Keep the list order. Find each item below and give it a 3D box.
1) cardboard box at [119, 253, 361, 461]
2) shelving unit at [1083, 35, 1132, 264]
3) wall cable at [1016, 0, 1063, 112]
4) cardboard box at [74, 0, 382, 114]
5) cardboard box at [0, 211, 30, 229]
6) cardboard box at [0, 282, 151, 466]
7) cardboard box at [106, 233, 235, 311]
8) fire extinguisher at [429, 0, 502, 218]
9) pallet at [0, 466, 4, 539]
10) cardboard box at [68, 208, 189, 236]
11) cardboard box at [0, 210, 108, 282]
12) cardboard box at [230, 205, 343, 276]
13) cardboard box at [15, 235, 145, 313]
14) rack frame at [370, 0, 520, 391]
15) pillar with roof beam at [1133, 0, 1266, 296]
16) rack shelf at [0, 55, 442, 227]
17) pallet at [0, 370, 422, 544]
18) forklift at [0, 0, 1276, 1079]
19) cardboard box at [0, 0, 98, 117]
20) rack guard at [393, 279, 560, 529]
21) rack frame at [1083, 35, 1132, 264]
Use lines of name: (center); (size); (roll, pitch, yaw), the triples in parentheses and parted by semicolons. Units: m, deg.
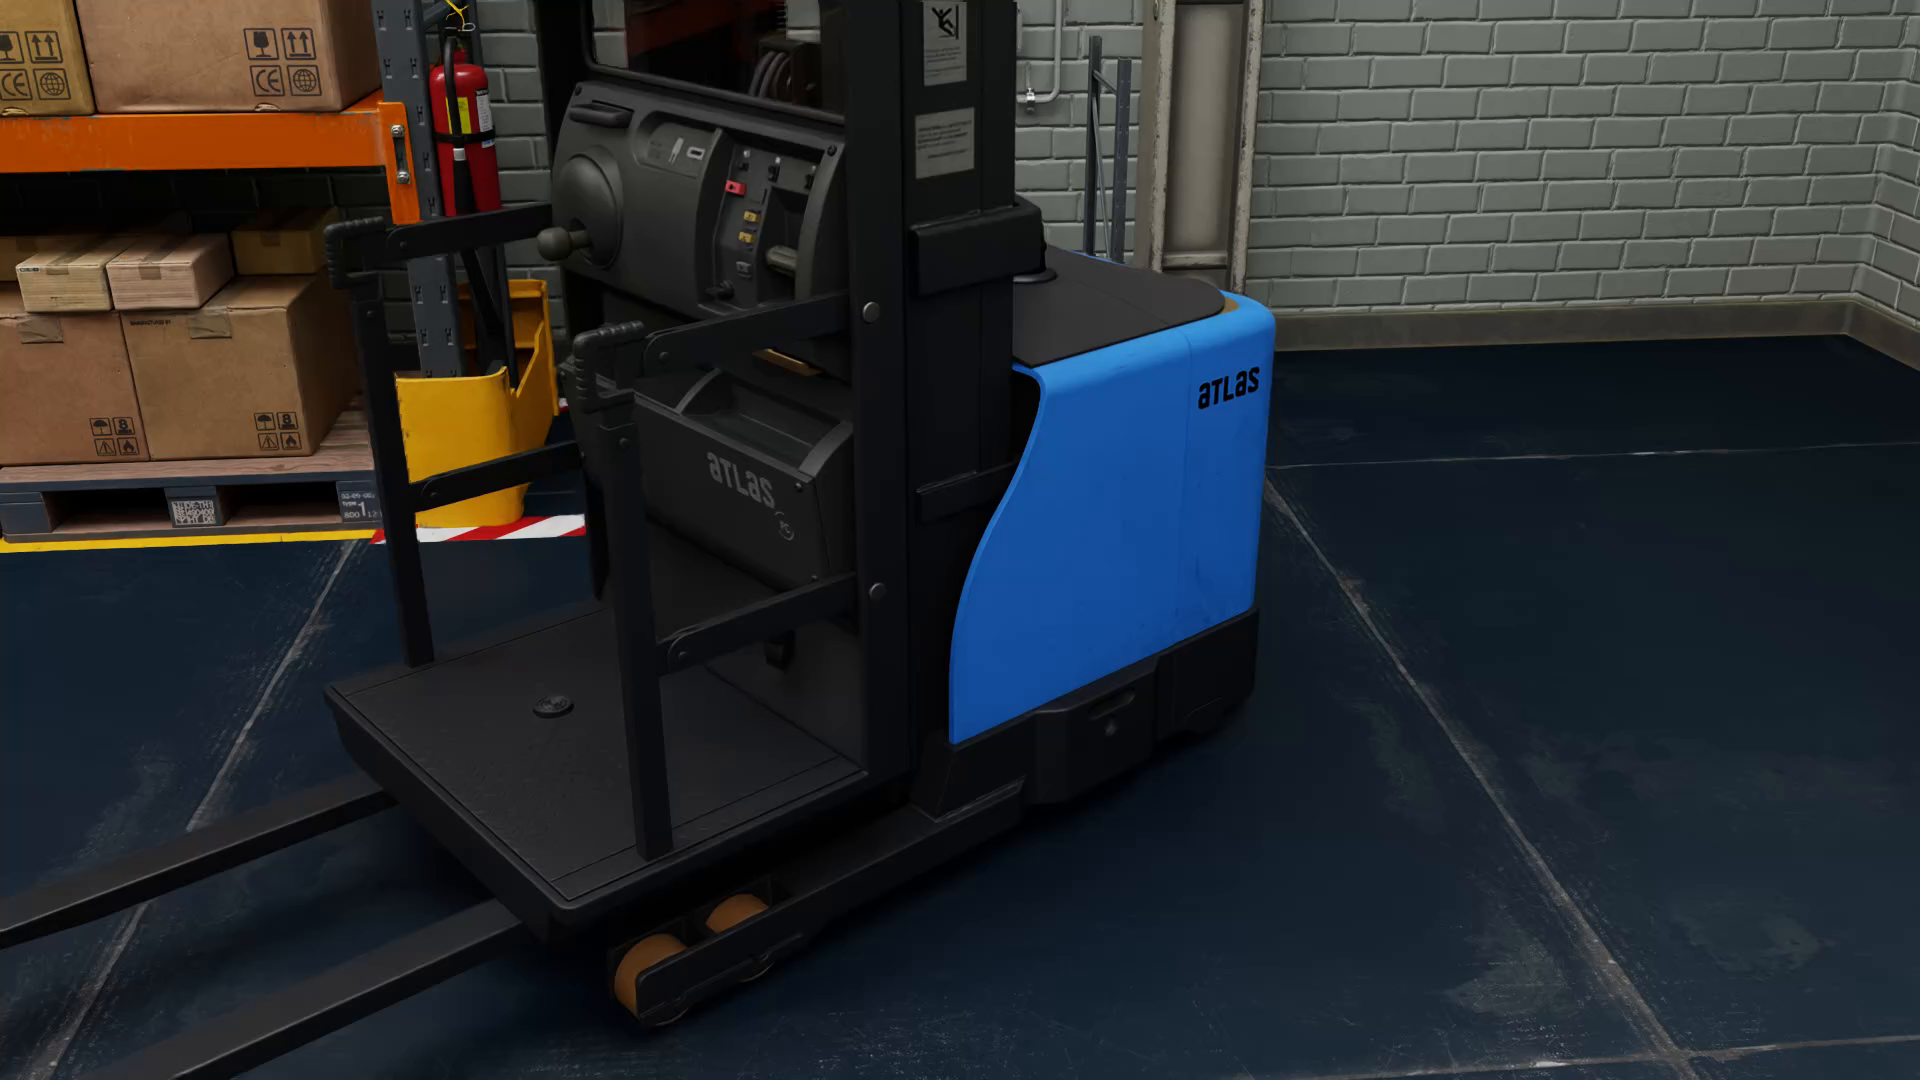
cardboard box: (-2.362, -0.628, 5.530); (0.500, 0.500, 0.700); (-2, 24, -5)
shelving unit: (-0.085, -0.682, 4.938); (1.048, 1.500, 0.538); (-2, 24, -5)
wall cable: (-0.494, -2.544, 6.031); (1.851, 1.984, 0.084); (-2, 24, -5)
cardboard box: (-2.182, -1.759, 5.146); (0.700, 0.700, 0.980); (-1, 24, -3)
cardboard box: (-3.264, -0.969, 5.500); (0.250, 0.149, 0.380); (-2, 24, -4)
cardboard box: (-2.860, -0.608, 5.485); (0.500, 0.500, 0.700); (-2, 24, -5)
cardboard box: (-2.472, -0.846, 5.221); (0.250, 0.149, 0.380); (-3, 24, -6)
fire extinguisher: (-1.480, -1.260, 4.947); (0.183, 0.674, 0.296); (-2, 24, -5)
pallet: (-3.675, -0.262, 5.579); (1.213, 0.211, 1.003); (-2, 24, -5)
cardboard box: (-2.762, -0.990, 5.545); (0.250, 0.149, 0.380); (-2, 24, -5)
cardboard box: (-3.011, -0.980, 5.523); (0.250, 0.149, 0.380); (-2, 24, -5)
cardboard box: (-2.257, -1.010, 5.592); (0.250, 0.149, 0.380); (-2, 24, -5)
cardboard box: (-2.726, -0.835, 5.198); (0.250, 0.149, 0.380); (-2, 24, -4)
rack frame: (-1.675, -1.647, 5.262); (0.127, 3.000, 1.000); (-2, 24, -5)
pillar with roof beam: (1.350, -3.105, 1.158); (0.400, 9.000, 9.100); (-2, 24, -5)
rack shelf: (-3.666, -1.238, 5.228); (4.000, 0.370, 1.077); (-2, 24, -5)
pallet: (-2.463, -0.309, 5.685); (1.213, 0.211, 1.003); (-2, 24, -5)
forklift: (-0.691, -0.655, 3.116); (3.031, 2.935, 1.130); (-20, 31, -37)
cardboard box: (-2.905, -1.726, 5.071); (0.700, 0.700, 0.980); (-2, 24, -6)
rack guard: (-1.652, -0.505, 5.772); (0.348, 0.500, 1.175); (-2, 24, -5)
rack frame: (0.421, -0.702, 4.983); (0.032, 1.500, 0.500); (-2, 24, -5)
